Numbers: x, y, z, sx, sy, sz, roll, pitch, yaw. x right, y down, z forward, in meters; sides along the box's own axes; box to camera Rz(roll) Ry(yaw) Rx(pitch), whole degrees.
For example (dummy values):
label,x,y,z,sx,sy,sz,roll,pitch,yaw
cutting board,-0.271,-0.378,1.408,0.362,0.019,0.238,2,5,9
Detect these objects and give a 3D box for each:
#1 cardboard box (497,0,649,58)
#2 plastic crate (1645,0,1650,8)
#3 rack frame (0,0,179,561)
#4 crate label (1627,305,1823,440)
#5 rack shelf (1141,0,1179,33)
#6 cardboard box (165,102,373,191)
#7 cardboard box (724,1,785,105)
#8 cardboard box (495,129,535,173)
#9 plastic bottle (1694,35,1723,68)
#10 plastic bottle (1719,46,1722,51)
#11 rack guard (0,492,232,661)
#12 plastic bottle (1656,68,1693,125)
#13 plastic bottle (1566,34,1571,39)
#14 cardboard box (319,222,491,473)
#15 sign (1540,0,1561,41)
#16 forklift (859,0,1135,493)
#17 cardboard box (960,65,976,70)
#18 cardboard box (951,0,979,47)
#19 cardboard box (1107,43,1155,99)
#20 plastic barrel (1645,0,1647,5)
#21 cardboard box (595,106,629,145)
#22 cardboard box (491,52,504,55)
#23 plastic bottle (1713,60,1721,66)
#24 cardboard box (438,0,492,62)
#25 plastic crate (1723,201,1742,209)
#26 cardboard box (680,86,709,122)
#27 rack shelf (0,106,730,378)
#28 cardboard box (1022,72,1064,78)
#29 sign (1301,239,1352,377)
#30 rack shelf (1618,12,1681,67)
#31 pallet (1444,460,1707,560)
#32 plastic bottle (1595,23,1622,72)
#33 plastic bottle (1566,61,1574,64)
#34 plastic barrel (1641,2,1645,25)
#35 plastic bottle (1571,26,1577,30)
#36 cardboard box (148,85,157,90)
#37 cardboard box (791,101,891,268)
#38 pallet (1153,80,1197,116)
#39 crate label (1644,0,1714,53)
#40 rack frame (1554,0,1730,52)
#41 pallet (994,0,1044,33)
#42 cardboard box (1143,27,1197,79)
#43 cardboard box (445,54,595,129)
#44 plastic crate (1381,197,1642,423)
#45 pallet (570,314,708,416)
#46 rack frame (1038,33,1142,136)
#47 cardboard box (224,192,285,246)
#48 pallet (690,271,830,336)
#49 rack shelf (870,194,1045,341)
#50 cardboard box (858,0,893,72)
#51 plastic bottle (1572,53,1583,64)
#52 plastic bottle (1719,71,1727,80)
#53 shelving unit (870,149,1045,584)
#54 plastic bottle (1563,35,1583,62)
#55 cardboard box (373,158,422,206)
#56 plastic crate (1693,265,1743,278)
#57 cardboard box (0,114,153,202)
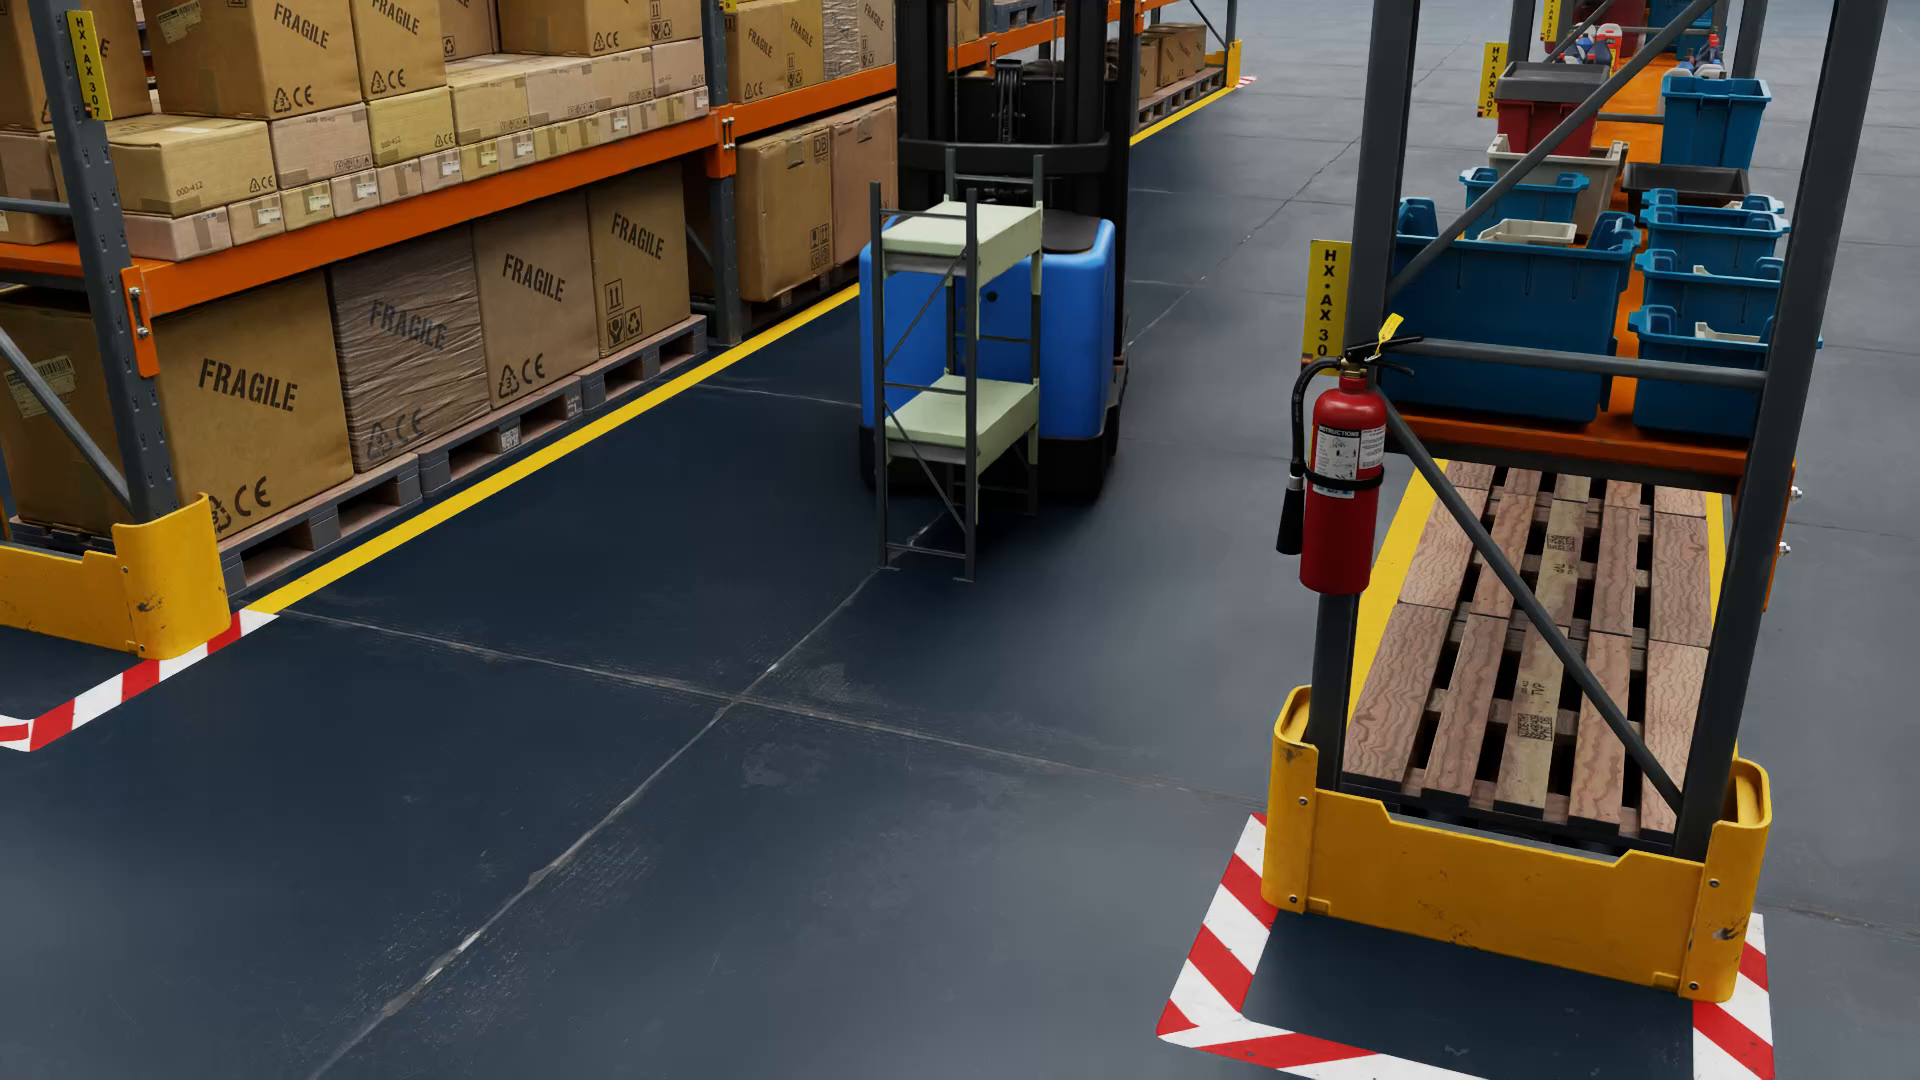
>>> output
label,x,y,z,sx,sy,sz,roll,pitch,yaw
cardboard box,-1.833,-2.577,7.862,0.500,0.500,0.500,9,24,21
plastic crate,6.162,-4.838,14.522,0.767,0.338,0.504,9,24,20
rack frame,-3.206,-1.113,5.522,1.000,3.000,0.127,9,24,20
crate label,1.790,-0.395,3.944,0.416,0.233,0.303,9,24,20
rack shelf,1.994,-5.791,17.654,1.077,0.370,4.000,9,24,20
cardboard box,-2.590,-1.501,6.260,0.500,0.250,0.500,8,24,19
cardboard box,-1.317,-2.719,9.238,0.500,0.500,0.500,9,24,20
cardboard box,-2.102,-1.721,7.305,0.380,0.149,0.250,9,24,21
plastic bottle,4.087,-2.578,9.093,0.144,0.351,0.185,9,24,20
plastic bottle,4.185,-2.598,9.228,0.061,0.283,0.133,9,24,20
rack guard,-3.215,0.049,5.983,1.175,0.500,0.348,9,24,20
plastic bottle,3.607,-2.242,8.386,0.152,0.276,0.135,9,24,20
plastic bottle,3.553,-2.814,9.747,0.061,0.283,0.133,9,24,20
cardboard box,-2.705,-0.892,7.206,0.875,0.875,0.875,9,24,20
sign,3.851,-3.418,10.829,0.100,0.325,0.005,9,24,20
forklift,0.284,-2.087,7.944,1.130,2.935,3.031,3,23,7
cardboard box,-0.014,-3.615,13.212,0.500,0.250,0.500,10,25,22
cardboard box,-0.188,-3.809,11.849,0.500,0.500,0.500,10,25,22
cardboard box,1.643,-4.791,17.025,0.500,0.500,0.500,18,29,37
plastic barrel,5.425,-4.834,13.781,0.600,0.901,0.708,9,24,20
cardboard box,-1.816,-1.996,7.963,0.380,0.149,0.250,9,24,21
cardboard box,-2.327,-2.304,8.183,0.500,0.250,0.500,9,24,20
plastic bottle,3.939,-2.373,8.707,0.097,0.271,0.097,0,23,0
cardboard box,-2.515,-2.461,7.586,0.500,0.500,0.500,8,24,18
plastic crate,2.510,-1.075,5.695,0.293,0.136,0.466,9,24,20
cardboard box,-1.530,-2.272,8.624,0.380,0.149,0.250,9,24,20
rack shelf,-2.463,-1.496,7.374,1.077,0.370,4.000,9,24,20
cardboard box,0.601,-3.871,14.799,0.700,0.500,0.500,7,24,15
sign,0.876,-0.552,3.967,0.100,0.325,0.005,9,24,20
rack shelf,5.107,-3.650,12.530,1.077,0.370,4.000,9,24,20
pallet,2.641,-0.279,7.145,1.003,0.211,1.213,9,24,20
plastic bottle,4.044,-3.079,10.390,0.152,0.276,0.135,9,24,20
plastic bottle,3.097,-2.324,8.584,0.152,0.276,0.135,9,24,20
plastic barrel,4.704,-3.867,11.972,0.421,0.512,0.421,0,23,0
plastic bottle,3.739,-2.993,10.174,0.061,0.283,0.133,9,24,20
cardboard box,-6.043,-3.161,12.152,0.500,0.250,0.500,10,25,23
cardboard box,-1.170,-2.309,10.598,1.225,0.875,0.875,8,24,18
pallet,1.919,-4.804,17.976,1.003,0.211,1.213,9,24,20
crate label,4.984,-3.599,11.430,0.502,0.435,0.616,9,24,20
rack frame,4.364,-3.266,10.678,1.000,3.000,0.127,9,24,20
pallet,-0.069,-4.157,13.060,1.213,0.211,1.003,9,24,20
cardboard box,2.299,-5.439,18.577,0.500,0.500,0.500,16,28,34
cardboard box,-2.020,-2.048,7.570,0.500,0.250,0.500,9,24,21
plastic crate,1.343,-0.594,4.157,0.616,0.435,0.499,9,24,20
pallet,-2.076,-0.996,8.861,1.003,0.211,1.213,9,24,20
rack frame,1.251,-5.407,15.802,1.000,3.000,0.127,9,24,20
cardboard box,-2.674,-1.168,5.981,0.380,0.149,0.250,8,24,19
pallet,-1.504,-1.544,10.173,1.003,0.211,1.213,9,24,20
rack shelf,0.002,-1.046,6.296,0.431,0.370,0.720,8,24,19
cardboard box,-0.758,-3.264,10.542,0.500,0.500,0.500,9,24,21
plastic bottle,3.307,-2.490,8.985,0.097,0.271,0.097,0,23,0
plastic bottle,3.740,-2.169,8.202,0.061,0.283,0.133,9,24,20
shelving unit,0.002,-0.686,6.447,0.431,1.500,0.755,8,24,19
plastic bottle,3.325,-2.582,9.104,0.144,0.351,0.185,9,24,20
cardboard box,-2.388,-1.444,6.642,0.380,0.149,0.250,8,24,19
plastic crate,2.238,-0.696,4.790,0.250,0.136,0.298,9,24,20
cardboard box,-3.273,-1.392,5.999,0.500,0.250,0.500,8,24,19
